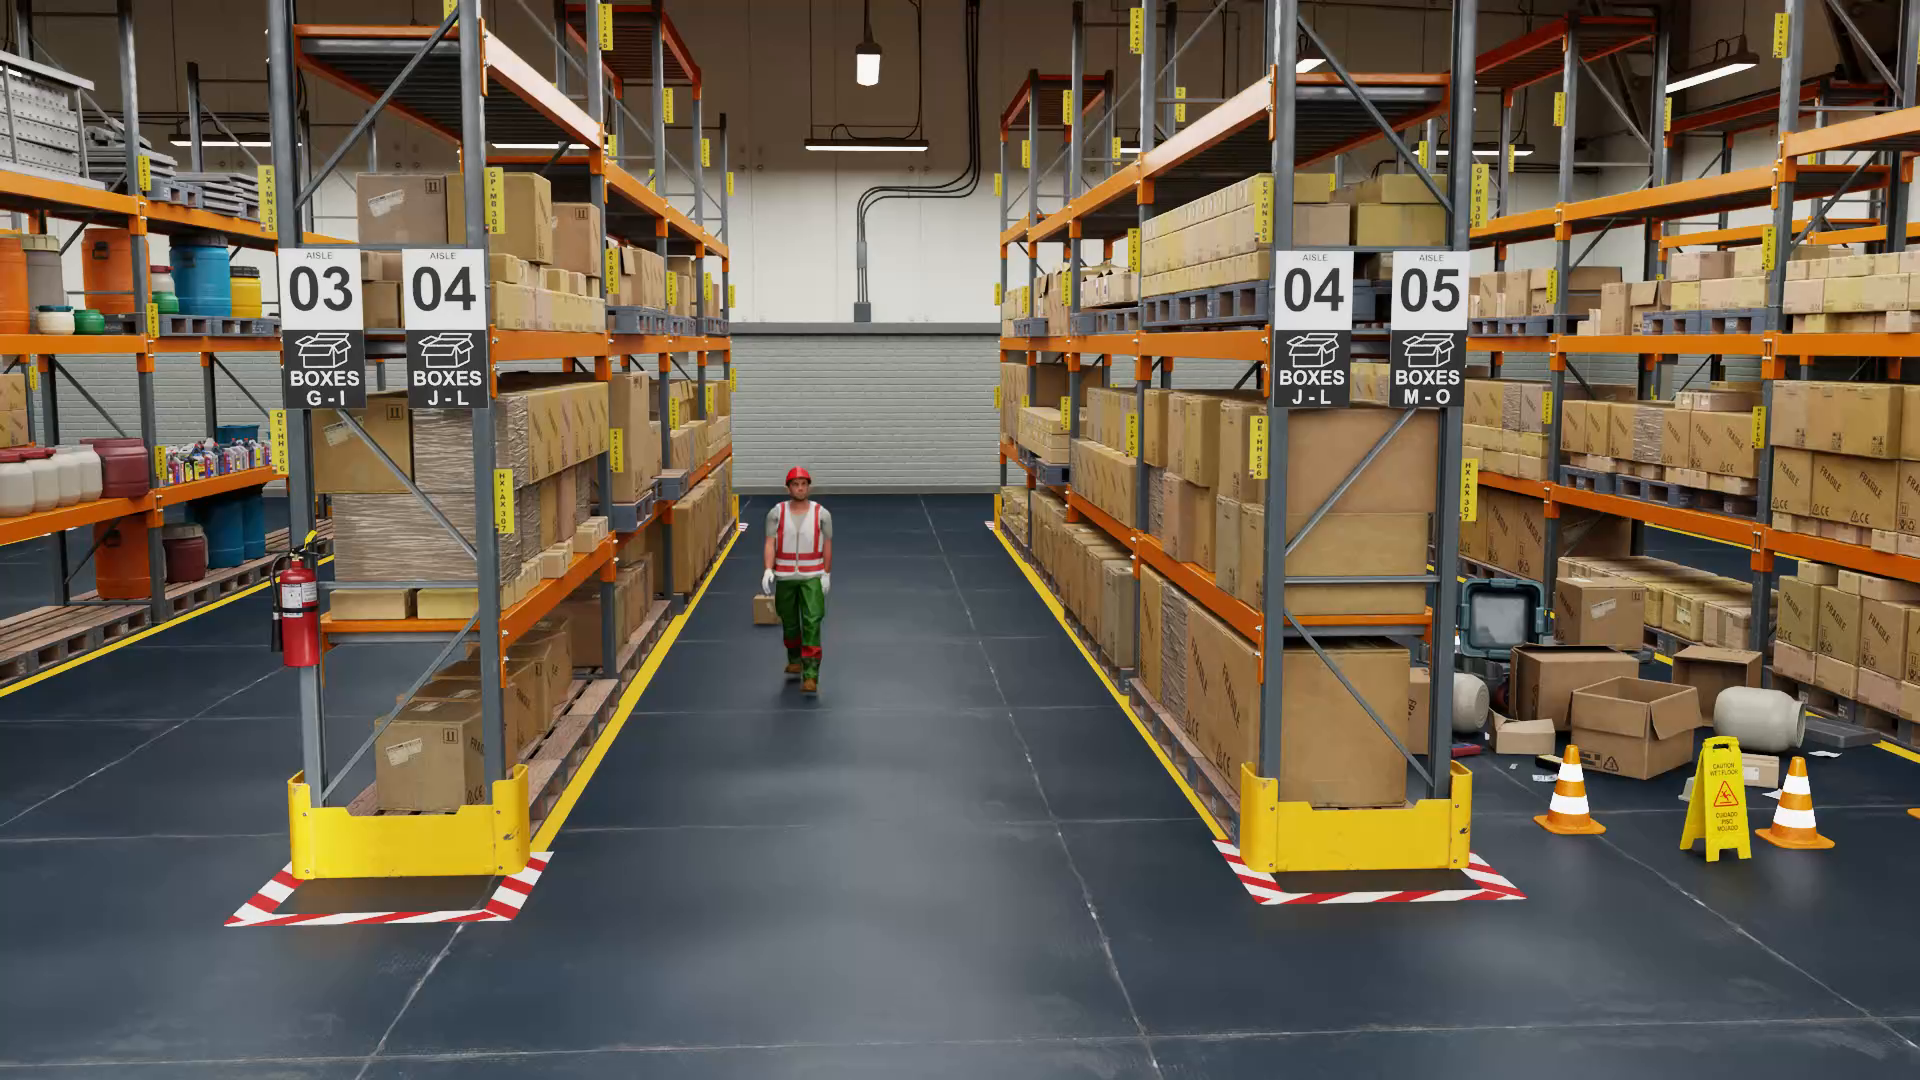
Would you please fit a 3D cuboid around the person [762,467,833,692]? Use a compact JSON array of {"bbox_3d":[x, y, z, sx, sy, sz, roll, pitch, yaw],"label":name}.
[{"bbox_3d":[-1.282,0.297,13.128,0.534,1.742,1.027,0,7,0],"label":"person"}]
